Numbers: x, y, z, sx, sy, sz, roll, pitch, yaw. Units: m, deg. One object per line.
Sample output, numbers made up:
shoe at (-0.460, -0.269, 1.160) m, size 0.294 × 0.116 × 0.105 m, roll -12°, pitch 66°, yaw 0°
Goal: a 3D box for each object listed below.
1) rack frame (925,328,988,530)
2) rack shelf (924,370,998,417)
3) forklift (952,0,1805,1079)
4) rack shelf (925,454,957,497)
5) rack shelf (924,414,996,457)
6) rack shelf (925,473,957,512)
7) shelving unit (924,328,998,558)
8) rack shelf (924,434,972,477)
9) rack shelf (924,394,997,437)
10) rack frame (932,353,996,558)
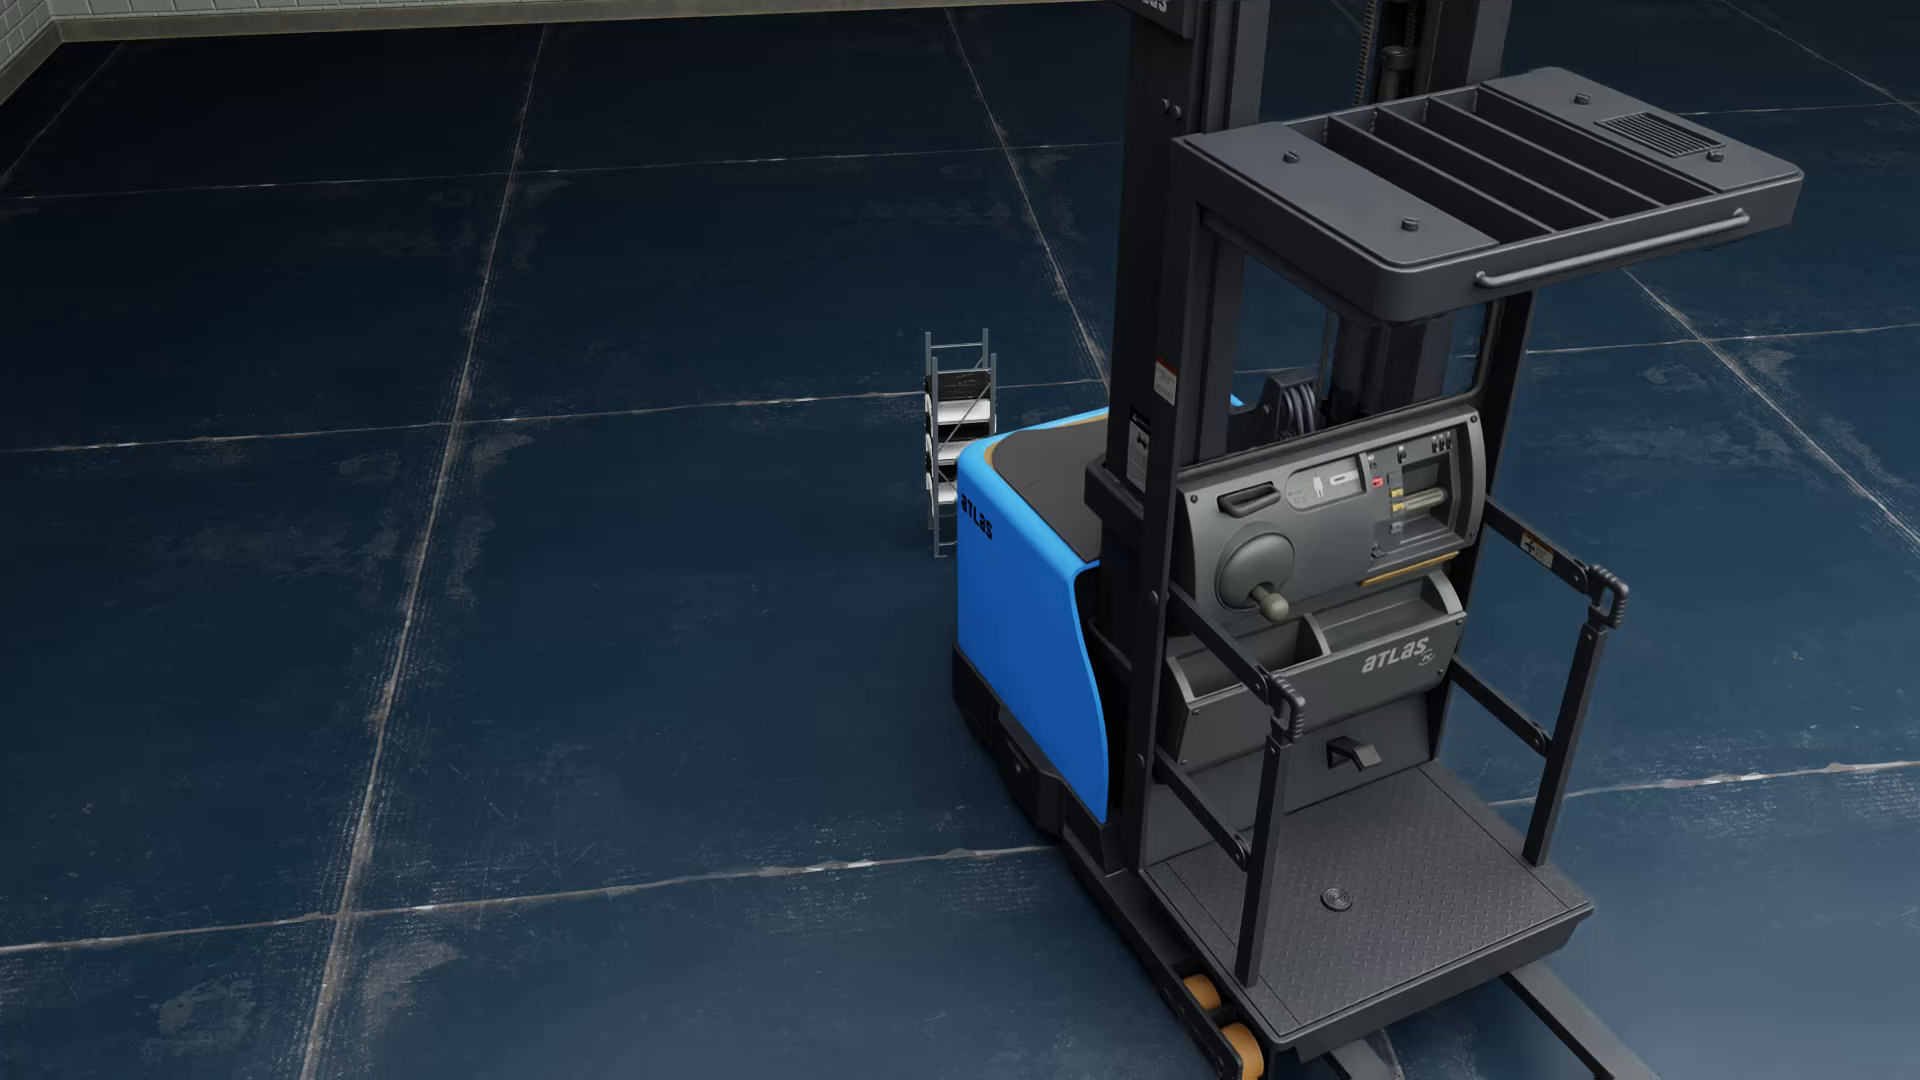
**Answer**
rack frame at (-0.013, -0.424, 6.573) m, size 0.240 × 0.900 × 0.006 m, roll -4°, pitch 35°, yaw -6°
rack shelf at (0.001, -0.563, 6.357) m, size 0.258 × 0.077 × 0.200 m, roll -4°, pitch 35°, yaw -6°
forklift at (1.080, -0.006, 4.156) m, size 1.130 × 2.935 × 3.031 m, roll -16°, pitch 37°, yaw -22°
rack shelf at (0.001, -0.265, 6.559) m, size 0.258 × 0.077 × 0.200 m, roll -4°, pitch 35°, yaw -6°
rack shelf at (0.001, -0.414, 6.458) m, size 0.258 × 0.077 × 0.200 m, roll -4°, pitch 35°, yaw -6°
rack shelf at (0.001, -0.191, 6.610) m, size 0.258 × 0.077 × 0.200 m, roll -4°, pitch 35°, yaw -6°
shelving unit at (0.001, -0.367, 6.490) m, size 0.258 × 0.900 × 0.210 m, roll -4°, pitch 35°, yaw -6°
rack shelf at (0.001, -0.340, 6.509) m, size 0.258 × 0.077 × 0.200 m, roll -4°, pitch 35°, yaw -6°
rack shelf at (0.001, -0.489, 6.407) m, size 0.258 × 0.077 × 0.200 m, roll -4°, pitch 35°, yaw -6°
rack frame at (0.015, -0.311, 6.407) m, size 0.240 × 0.900 × 0.006 m, roll -4°, pitch 35°, yaw -6°
